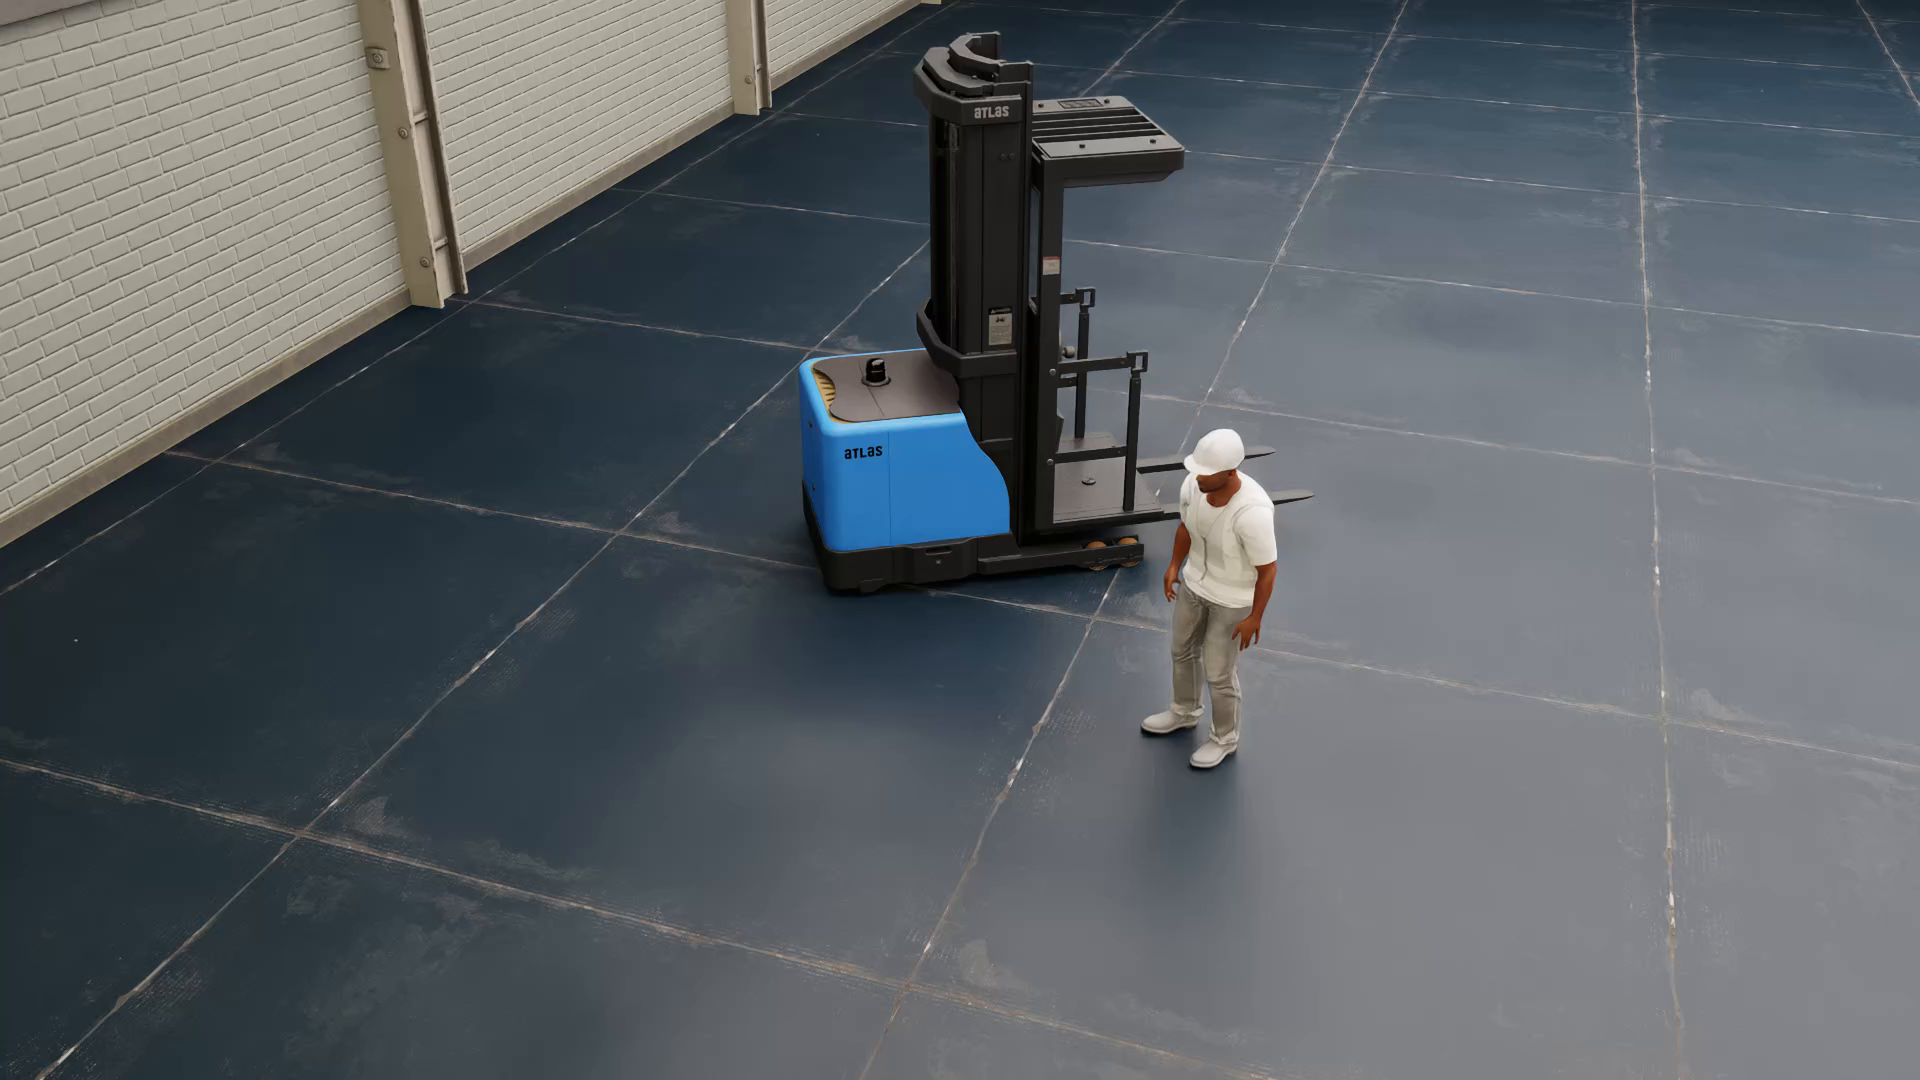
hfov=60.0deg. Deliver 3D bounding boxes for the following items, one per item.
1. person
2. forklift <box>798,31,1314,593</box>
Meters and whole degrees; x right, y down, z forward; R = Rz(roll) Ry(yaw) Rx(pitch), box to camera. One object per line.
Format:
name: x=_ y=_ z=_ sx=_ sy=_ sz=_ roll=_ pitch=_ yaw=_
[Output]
person: x=1.199 y=0.251 z=7.883 sx=0.461 sy=1.759 sz=0.632 roll=-18 pitch=34 yaw=-29
forklift: x=0.609 y=-1.343 z=9.493 sx=3.031 sy=2.935 sz=1.130 roll=-7 pitch=30 yaw=-11
